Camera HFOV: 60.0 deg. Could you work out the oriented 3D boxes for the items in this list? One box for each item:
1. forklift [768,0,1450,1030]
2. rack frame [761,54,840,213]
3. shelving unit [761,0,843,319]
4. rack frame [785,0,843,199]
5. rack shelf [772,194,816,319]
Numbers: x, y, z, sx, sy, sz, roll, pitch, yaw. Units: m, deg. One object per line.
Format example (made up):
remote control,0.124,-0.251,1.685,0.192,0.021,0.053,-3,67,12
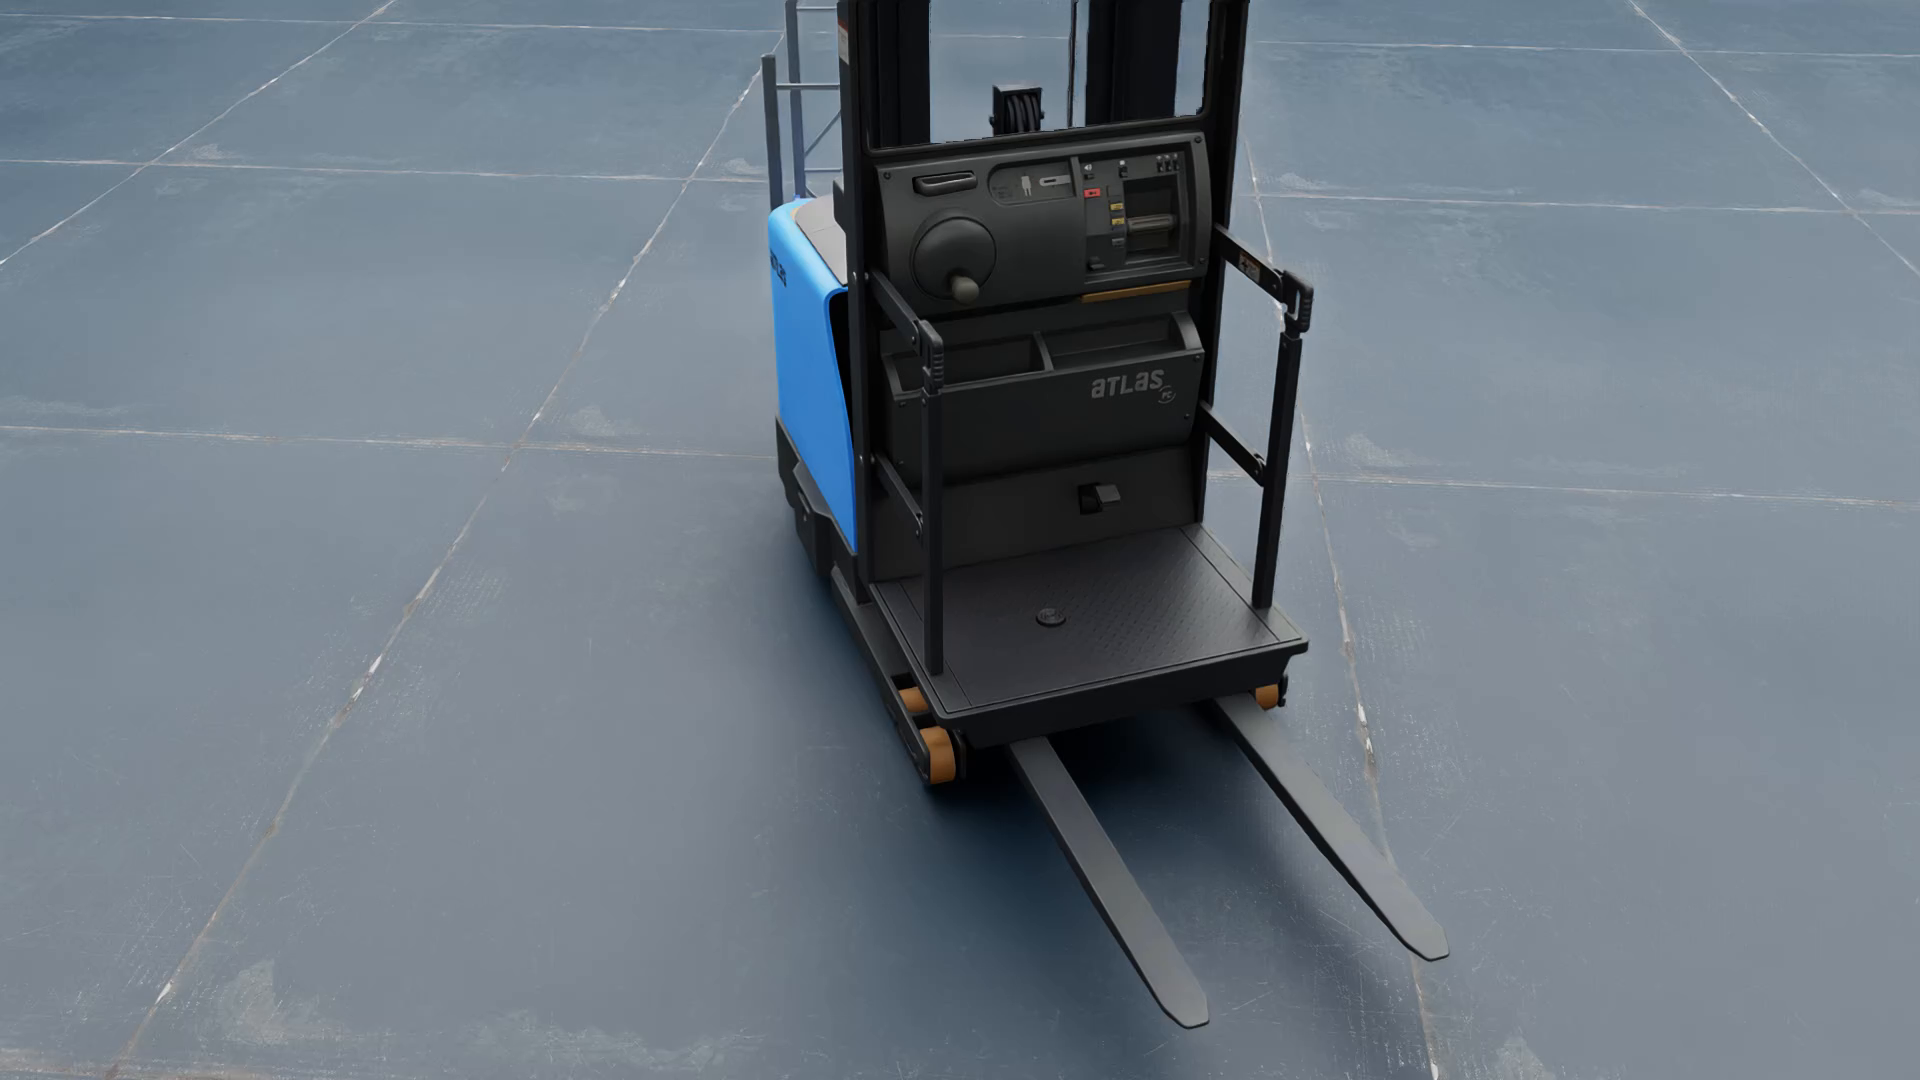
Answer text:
forklift,0.309,-0.806,4.264,1.130,2.935,3.031,-10,33,-16
rack frame,-0.404,-0.960,5.878,0.500,1.500,0.032,-1,32,-1
shelving unit,-0.412,-1.227,6.311,0.538,1.500,1.048,-1,32,-1
rack frame,-0.421,-1.493,6.744,0.500,1.500,0.032,-1,32,-1
rack shelf,-0.412,-1.074,6.405,0.538,0.185,1.000,-1,32,-1
